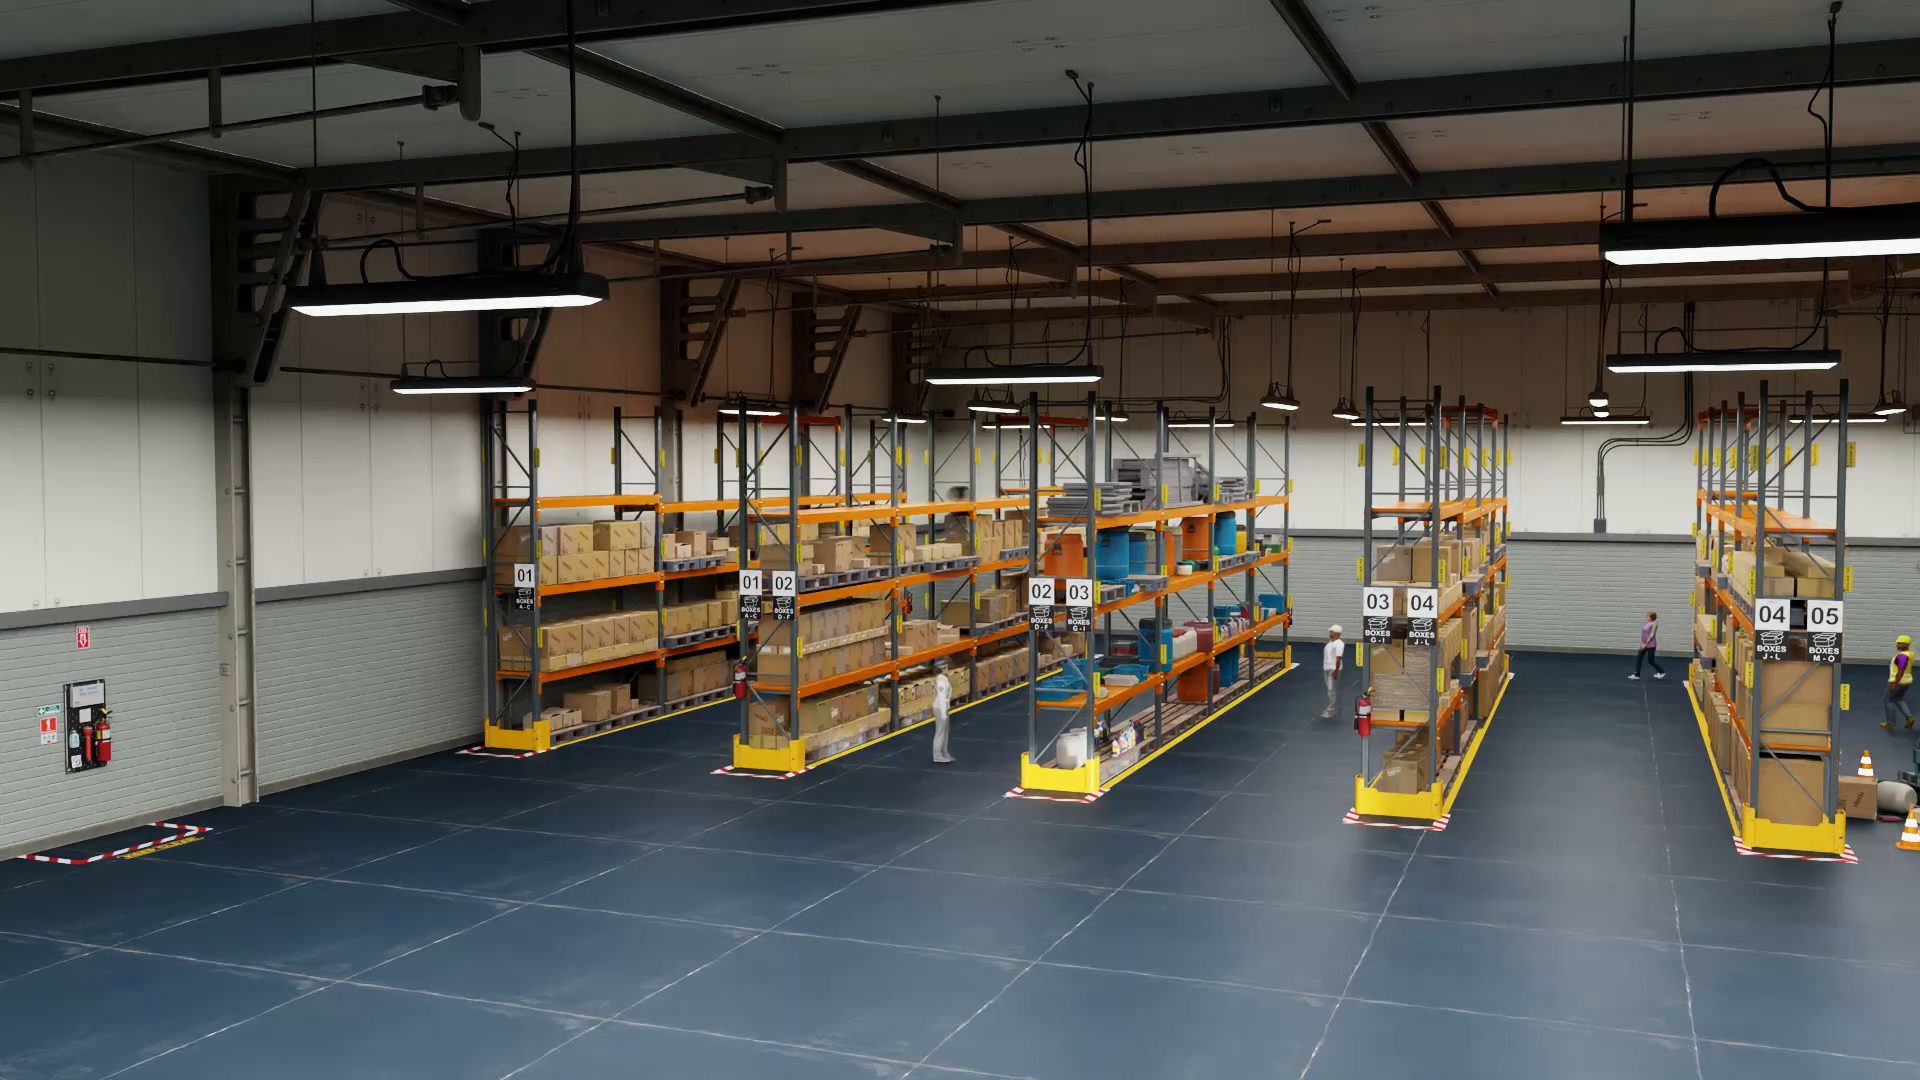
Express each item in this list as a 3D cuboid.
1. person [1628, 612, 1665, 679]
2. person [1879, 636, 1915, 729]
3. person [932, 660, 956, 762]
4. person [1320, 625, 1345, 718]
[{"bbox_3d":[15.476,2.372,37.362,0.804,1.545,0.450,-1,3,-14],"label":"person"},{"bbox_3d":[17.323,2.637,30.754,0.610,1.752,0.598,-1,3,-26],"label":"person"},{"bbox_3d":[-0.256,2.831,27.376,0.407,1.721,0.535,0,3,-2],"label":"person"},{"bbox_3d":[7.180,2.535,32.374,0.607,1.778,0.612,-1,3,-19],"label":"person"}]
